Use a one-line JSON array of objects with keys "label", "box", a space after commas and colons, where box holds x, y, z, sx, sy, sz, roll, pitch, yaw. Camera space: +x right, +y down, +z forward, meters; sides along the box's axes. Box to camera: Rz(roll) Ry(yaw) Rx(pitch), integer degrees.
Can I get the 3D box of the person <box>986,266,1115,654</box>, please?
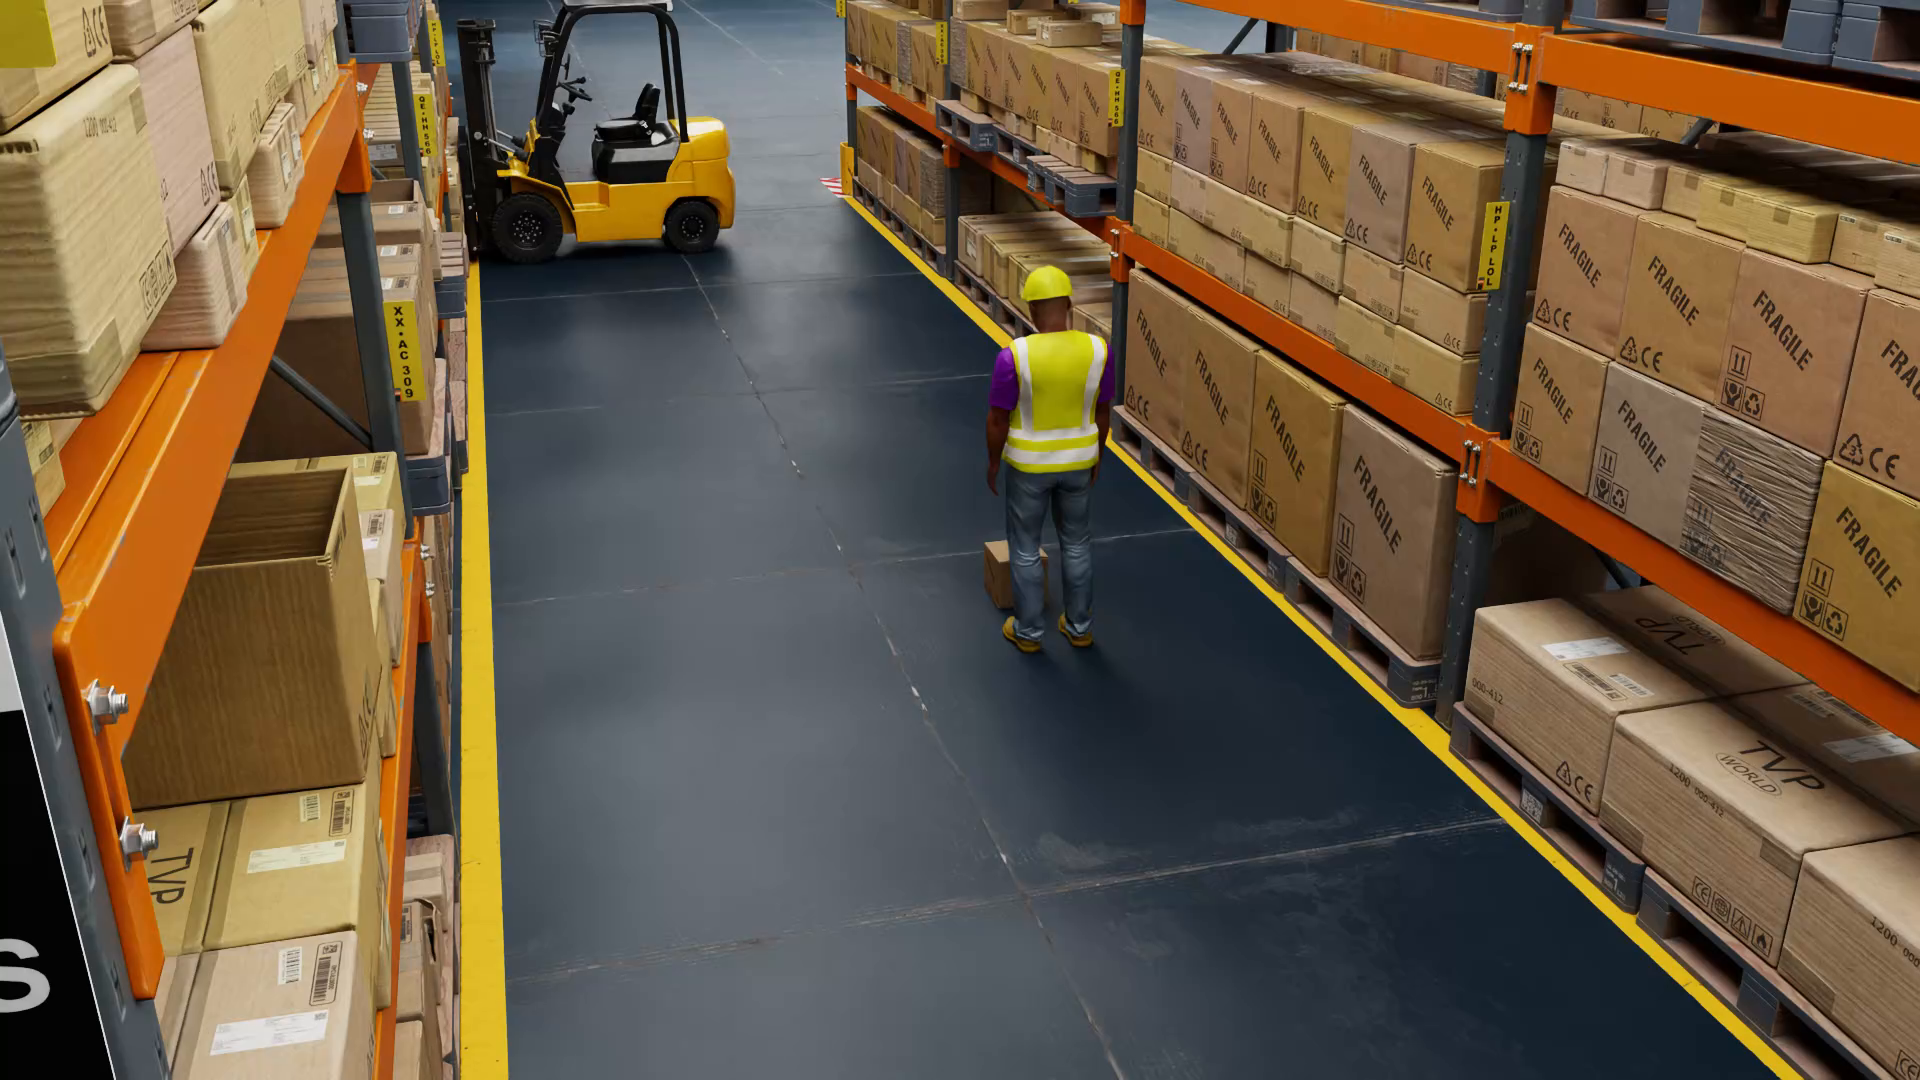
[{"label": "person", "box": [0.388, -0.347, 7.395, 0.567, 1.762, 0.363, -6, 23, -13]}]
